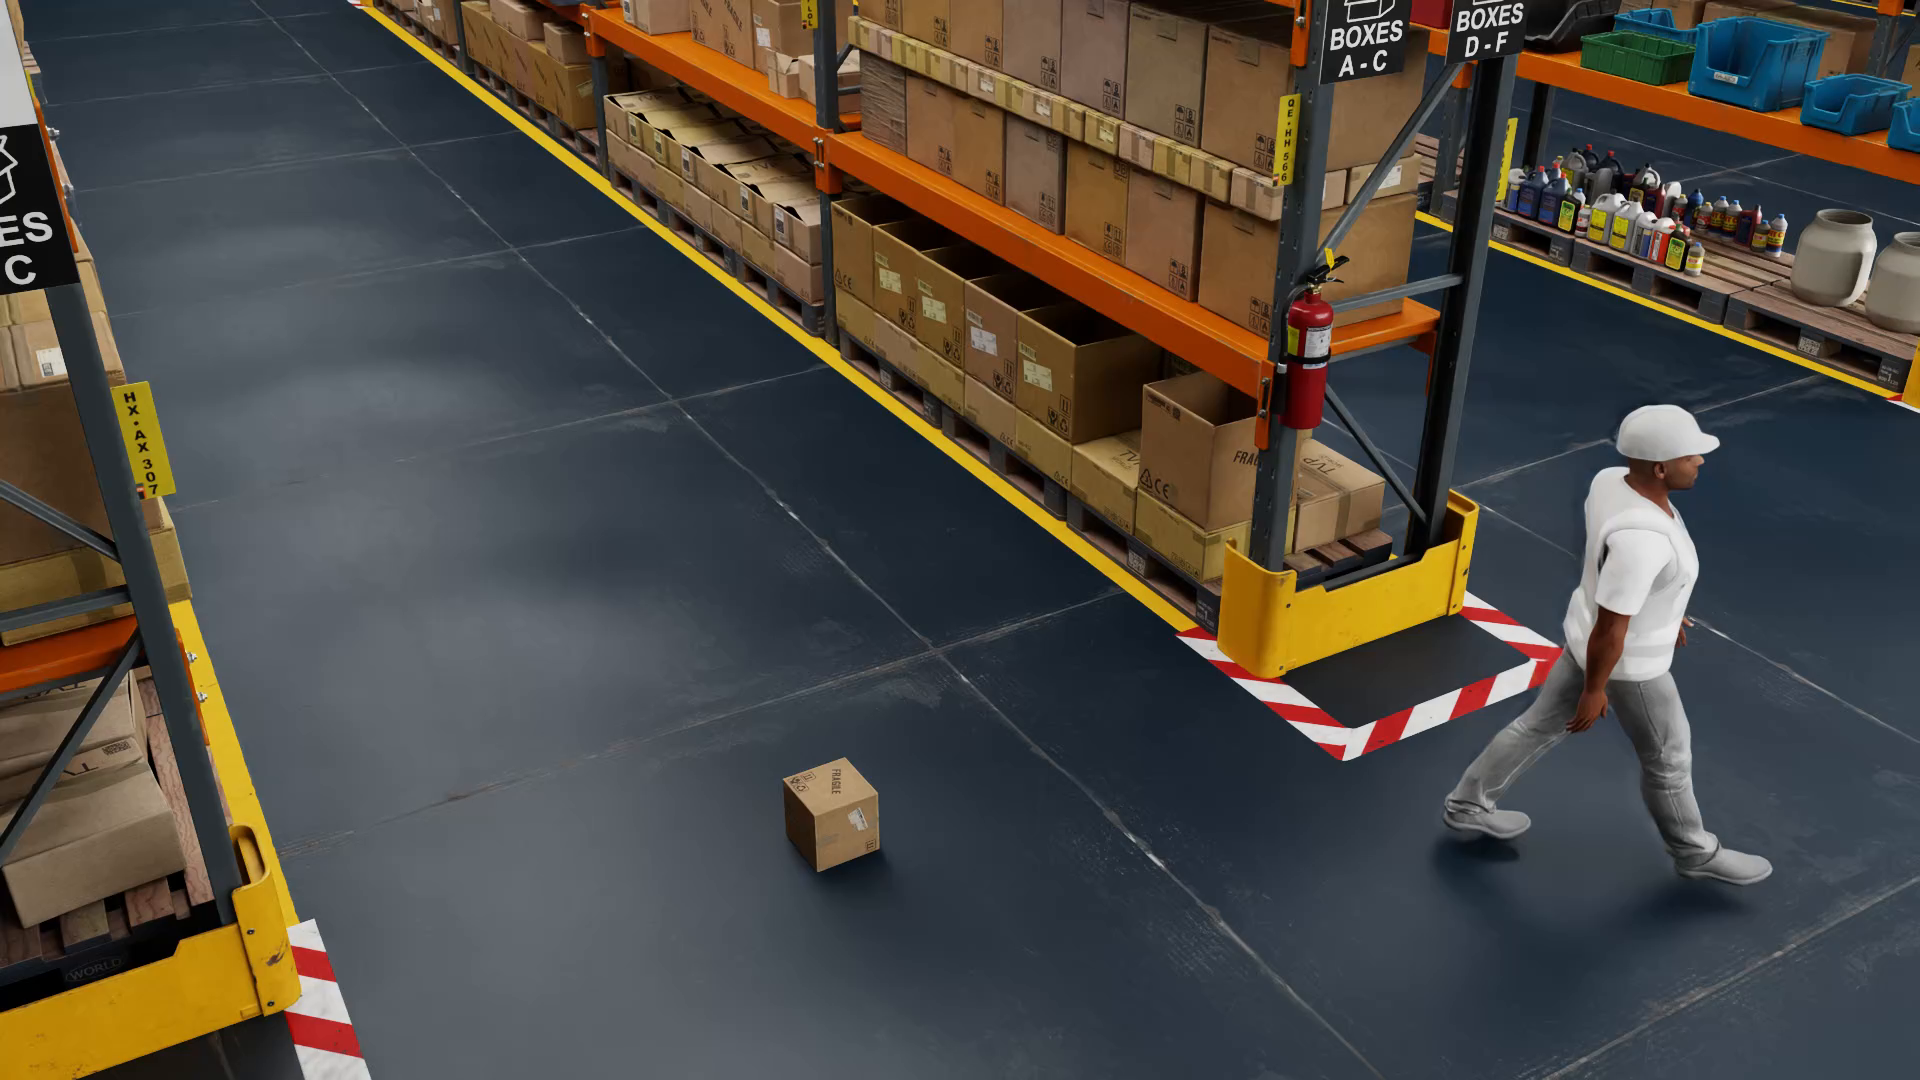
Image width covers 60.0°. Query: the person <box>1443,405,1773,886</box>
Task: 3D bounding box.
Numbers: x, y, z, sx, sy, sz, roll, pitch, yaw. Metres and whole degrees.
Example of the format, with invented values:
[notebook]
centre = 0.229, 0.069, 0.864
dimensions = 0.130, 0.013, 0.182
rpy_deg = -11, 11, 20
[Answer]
[person]
centre = 2.244, 0.341, 5.462
dimensions = 1.077, 1.707, 0.581
rpy_deg = 3, 29, 6
